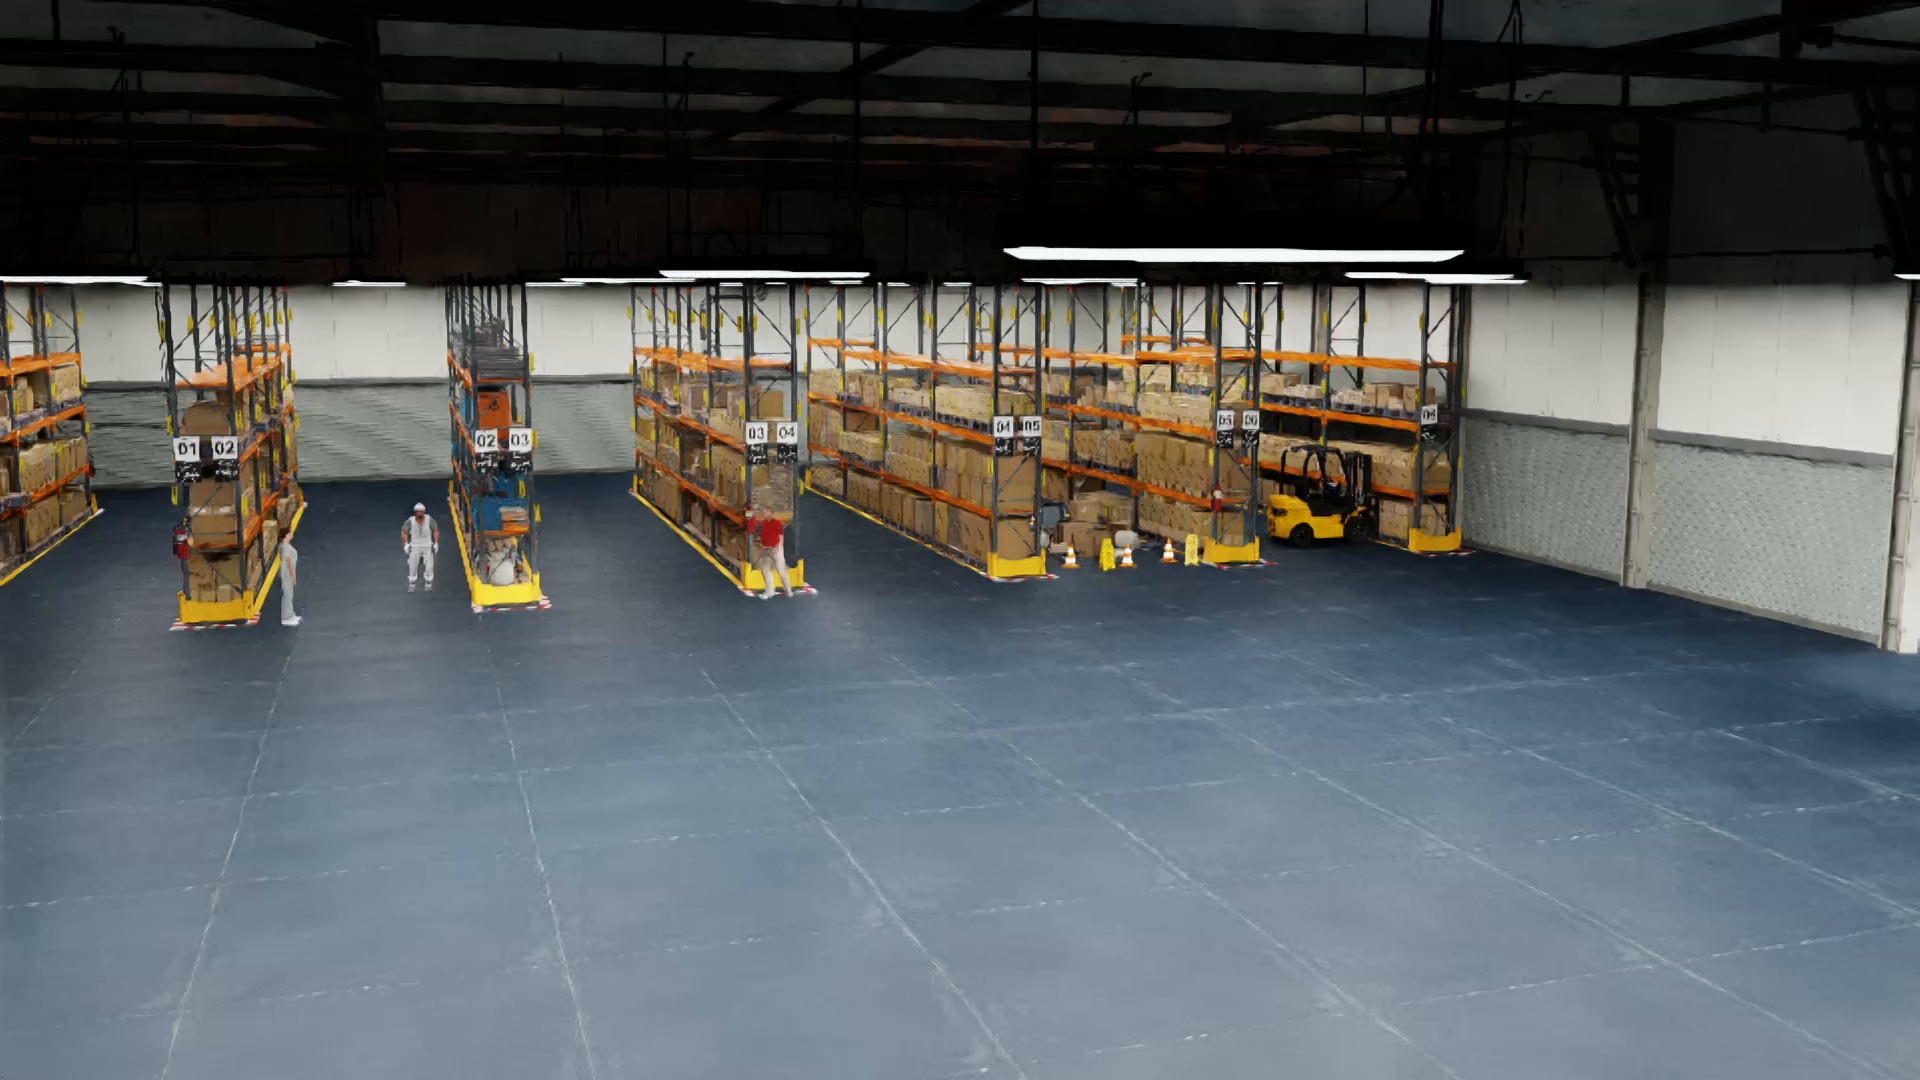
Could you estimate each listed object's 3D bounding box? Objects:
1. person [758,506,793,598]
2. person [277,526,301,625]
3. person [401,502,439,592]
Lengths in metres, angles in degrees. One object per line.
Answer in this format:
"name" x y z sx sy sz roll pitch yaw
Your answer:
"person" -3.448 0.217 30.980 0.587 1.711 0.632 7 11 37
"person" -11.508 0.588 28.528 0.382 1.676 0.566 -6 10 -33
"person" -10.199 0.139 31.455 0.677 1.742 0.552 -3 9 -19
